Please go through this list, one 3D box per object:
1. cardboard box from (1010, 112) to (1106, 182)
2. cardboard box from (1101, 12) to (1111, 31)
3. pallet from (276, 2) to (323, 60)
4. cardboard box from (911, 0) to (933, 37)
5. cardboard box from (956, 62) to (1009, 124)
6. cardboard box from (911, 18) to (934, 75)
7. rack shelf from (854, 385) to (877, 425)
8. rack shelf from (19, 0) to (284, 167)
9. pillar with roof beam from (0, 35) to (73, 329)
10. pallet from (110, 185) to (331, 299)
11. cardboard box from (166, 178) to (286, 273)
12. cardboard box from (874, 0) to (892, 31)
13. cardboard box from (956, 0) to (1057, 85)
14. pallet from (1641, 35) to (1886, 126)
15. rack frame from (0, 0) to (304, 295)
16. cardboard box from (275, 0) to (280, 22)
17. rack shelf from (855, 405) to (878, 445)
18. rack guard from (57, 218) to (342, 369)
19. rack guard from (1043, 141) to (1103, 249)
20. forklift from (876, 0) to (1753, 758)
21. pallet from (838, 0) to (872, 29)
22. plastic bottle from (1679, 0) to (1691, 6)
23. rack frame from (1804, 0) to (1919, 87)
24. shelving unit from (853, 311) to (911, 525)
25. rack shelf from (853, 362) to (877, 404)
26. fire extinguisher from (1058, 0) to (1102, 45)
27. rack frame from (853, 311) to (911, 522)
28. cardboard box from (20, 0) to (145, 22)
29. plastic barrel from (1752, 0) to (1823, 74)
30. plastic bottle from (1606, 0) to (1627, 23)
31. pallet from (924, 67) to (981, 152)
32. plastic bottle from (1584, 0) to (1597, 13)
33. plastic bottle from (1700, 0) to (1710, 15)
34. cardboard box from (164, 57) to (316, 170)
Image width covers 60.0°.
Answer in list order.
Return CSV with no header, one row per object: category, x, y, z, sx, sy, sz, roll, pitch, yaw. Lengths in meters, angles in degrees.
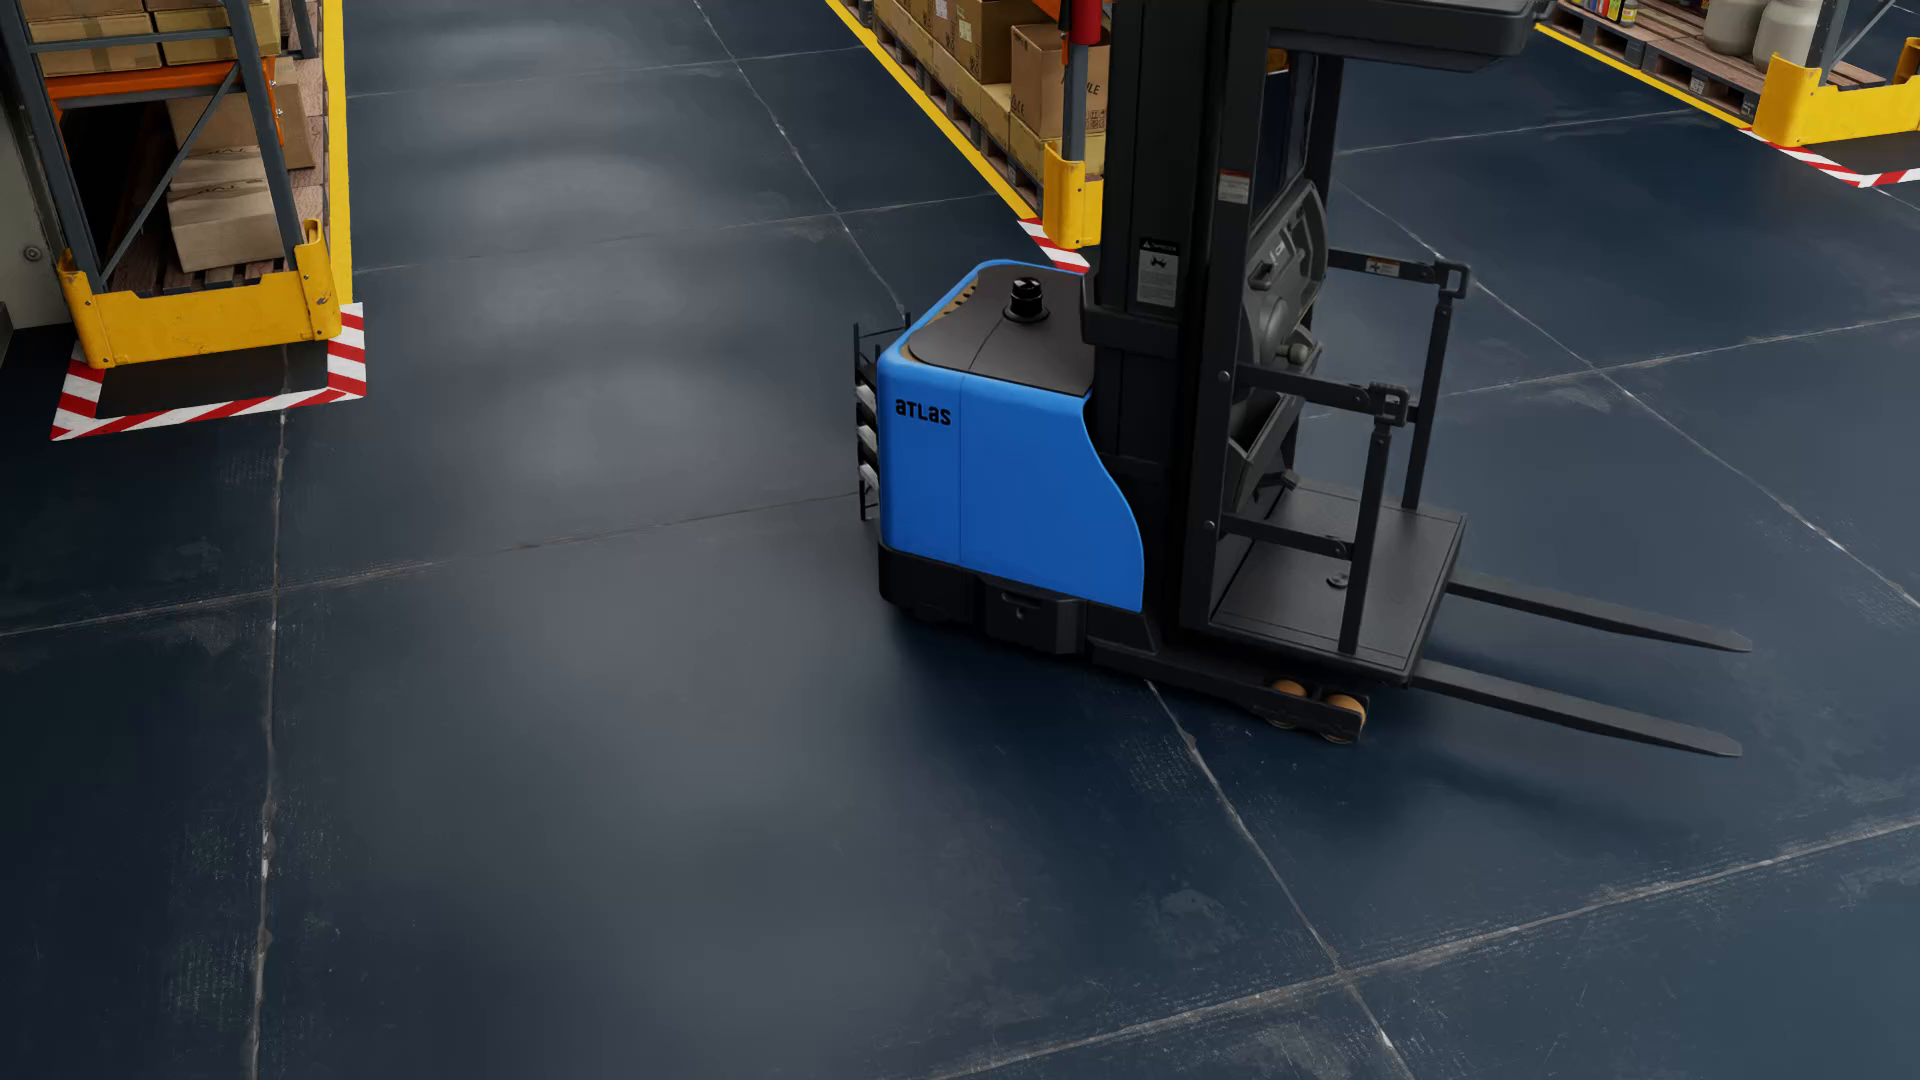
cardboard box,0.606,-2.308,9.636,0.500,0.250,0.500,-10,35,-15
cardboard box,0.945,-2.970,9.957,0.500,0.500,0.500,-10,35,-15
pallet,-5.124,-3.559,11.944,1.003,0.211,1.213,-10,35,-15
cardboard box,-0.020,-3.668,11.014,0.500,0.500,0.500,-10,35,-15
cardboard box,0.288,-2.831,10.427,0.500,0.250,0.500,-10,35,-15
cardboard box,-0.021,-3.355,11.220,0.500,0.250,0.500,-10,35,-15
rack shelf,-0.256,-0.555,6.507,0.258,0.077,0.200,-15,36,-22
rack shelf,-4.275,-2.963,9.166,1.077,0.370,4.000,-10,35,-15
pillar with roof beam,-0.603,-5.662,7.157,9.100,9.000,0.400,-10,35,-15
pallet,-3.902,-1.522,8.862,1.003,0.211,1.213,-10,35,-15
cardboard box,-3.790,-1.654,8.571,0.500,0.311,0.500,-14,36,-20
cardboard box,-0.316,-3.882,12.017,0.500,0.250,0.500,-10,35,-15
cardboard box,0.285,-3.143,10.219,0.500,0.500,0.500,-10,35,-15
pallet,5.459,-3.175,11.364,1.003,0.211,1.213,-10,35,-15
rack frame,-3.665,-2.213,7.379,1.000,3.000,0.127,-10,35,-15
cardboard box,-3.684,-2.739,8.292,0.500,0.250,0.500,-11,35,-16
rack shelf,-0.256,-0.479,6.556,0.258,0.077,0.200,-15,36,-22
rack guard,-3.688,-1.210,8.128,1.175,0.500,0.348,-10,35,-15
rack guard,1.059,-1.993,9.313,1.175,0.500,0.348,-10,35,-15
forklift,1.253,-0.860,5.393,3.031,2.935,1.130,14,36,20
pallet,-0.431,-4.365,13.165,1.003,0.211,1.213,-10,35,-15
plastic bottle,5.409,-4.109,12.323,0.097,0.271,0.097,0,33,0
rack frame,5.770,-3.879,9.900,1.000,3.000,0.127,-10,35,-15
shelving unit,-0.256,-0.432,6.588,0.258,0.900,0.210,-15,36,-22
rack shelf,-0.256,-0.630,6.457,0.258,0.077,0.200,-15,36,-22
fire extinguisher,0.645,-2.876,8.452,0.296,0.674,0.183,-10,35,-15
rack frame,-0.301,-0.482,6.664,0.240,0.900,0.006,-15,36,-22
cardboard box,-4.011,-2.684,7.528,0.500,0.500,0.500,-10,35,-15
plastic barrel,5.496,-3.349,10.974,0.421,0.512,0.421,0,33,0
plastic bottle,4.739,-3.879,11.964,0.061,0.283,0.133,-9,35,-14
pallet,0.410,-2.919,10.976,1.003,0.211,1.213,-10,35,-15
plastic bottle,4.699,-4.027,12.195,0.152,0.276,0.135,-11,35,-16
plastic bottle,5.482,-3.954,12.152,0.097,0.201,0.097,0,33,0
cardboard box,-4.141,-2.425,9.568,0.700,0.500,0.500,-12,35,-18
